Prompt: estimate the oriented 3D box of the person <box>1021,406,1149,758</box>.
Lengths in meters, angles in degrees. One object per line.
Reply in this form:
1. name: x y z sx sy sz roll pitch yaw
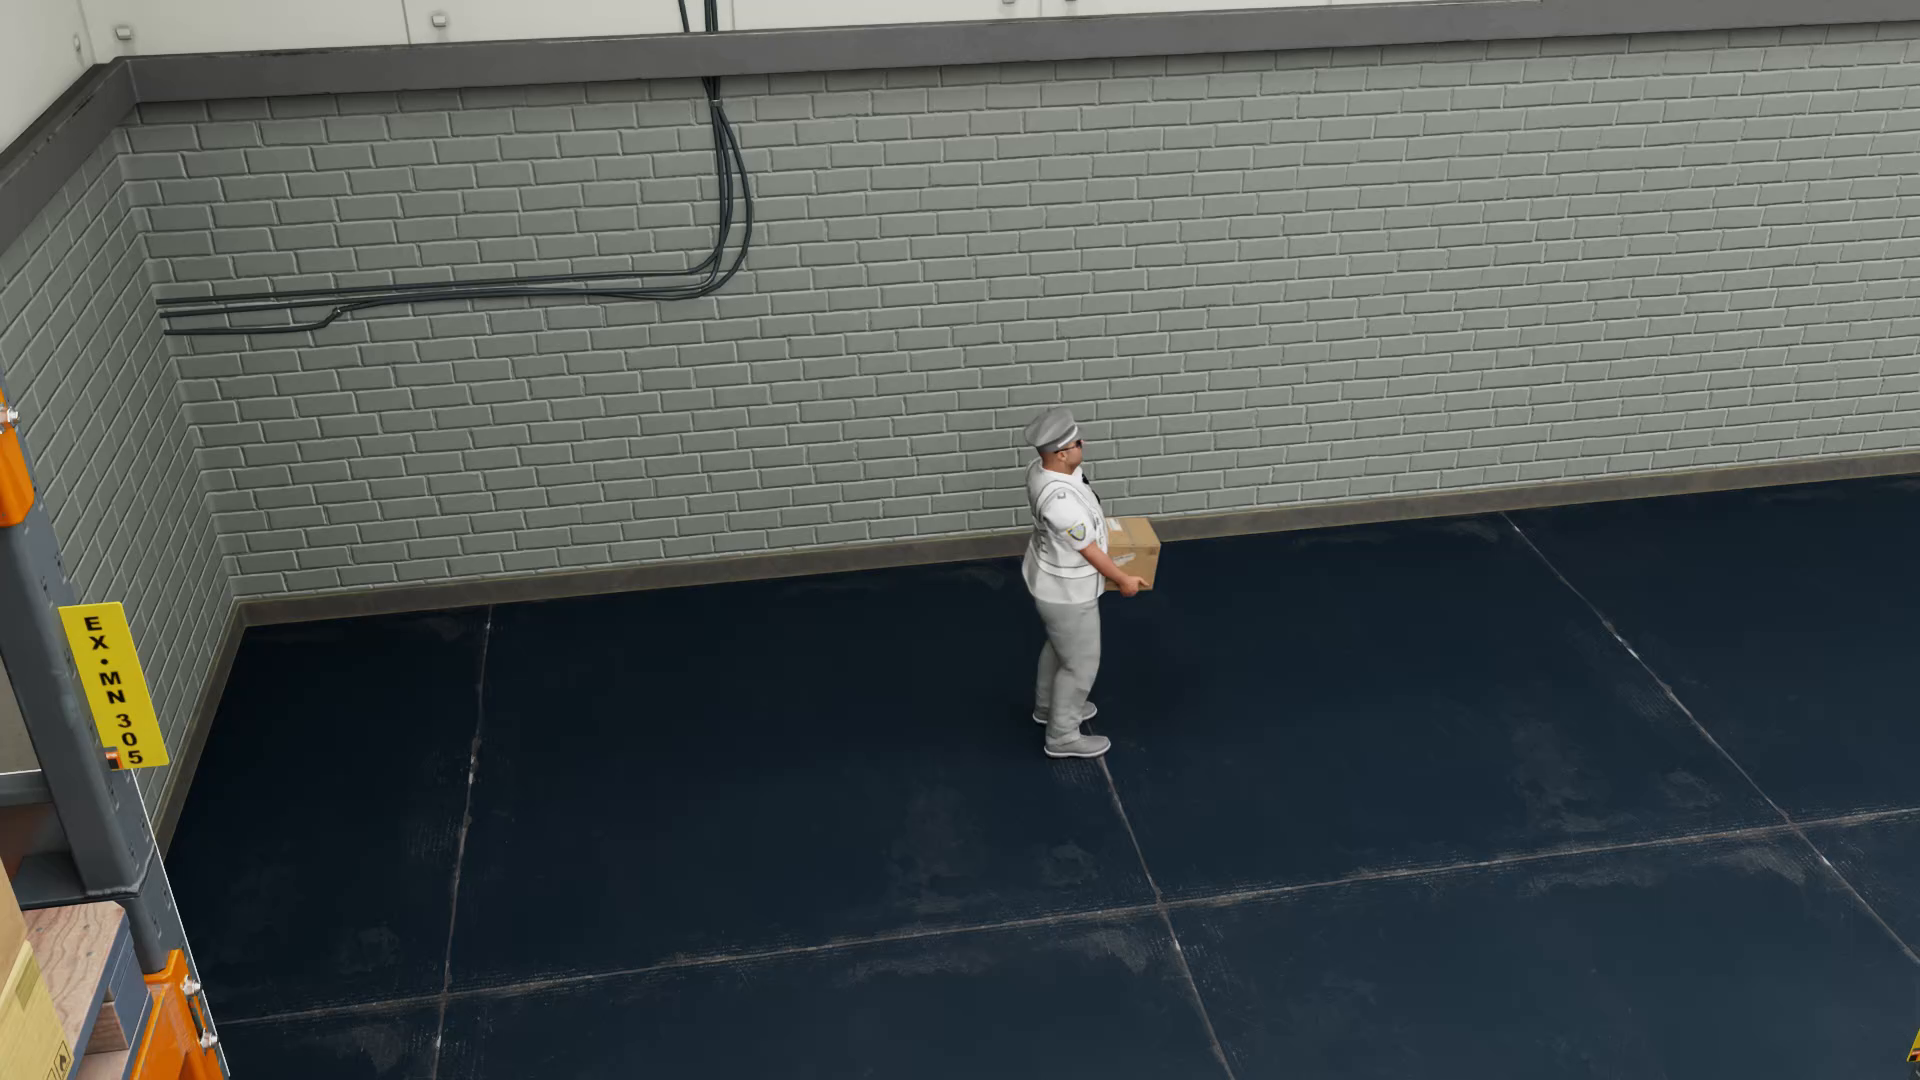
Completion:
1. person: 0.569 0.185 7.796 0.564 1.768 0.494 -5 31 -9
